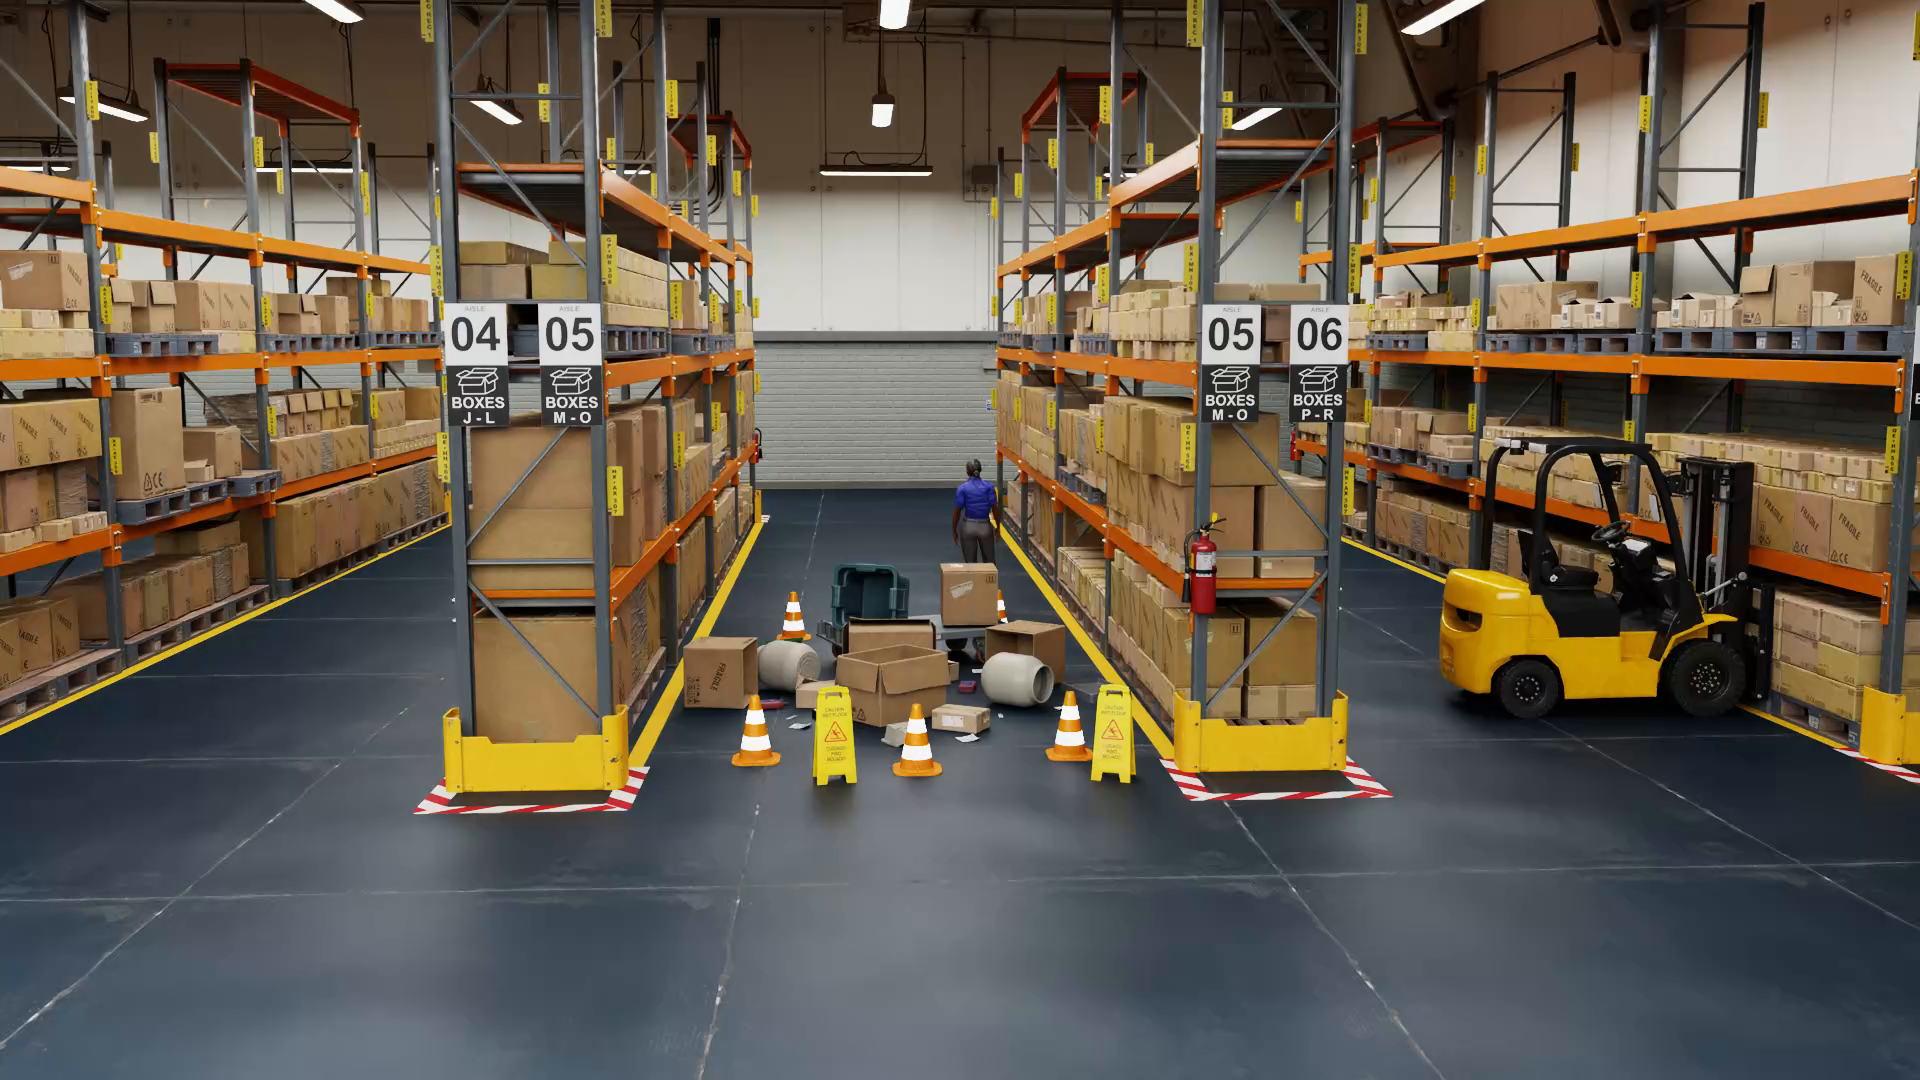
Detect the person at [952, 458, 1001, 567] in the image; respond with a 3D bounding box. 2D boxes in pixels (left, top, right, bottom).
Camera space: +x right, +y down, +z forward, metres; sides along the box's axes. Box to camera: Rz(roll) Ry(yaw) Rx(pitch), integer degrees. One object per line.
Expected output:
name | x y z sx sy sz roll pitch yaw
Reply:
person | 0.193 -0.090 18.435 0.568 1.655 0.503 0 7 -4
